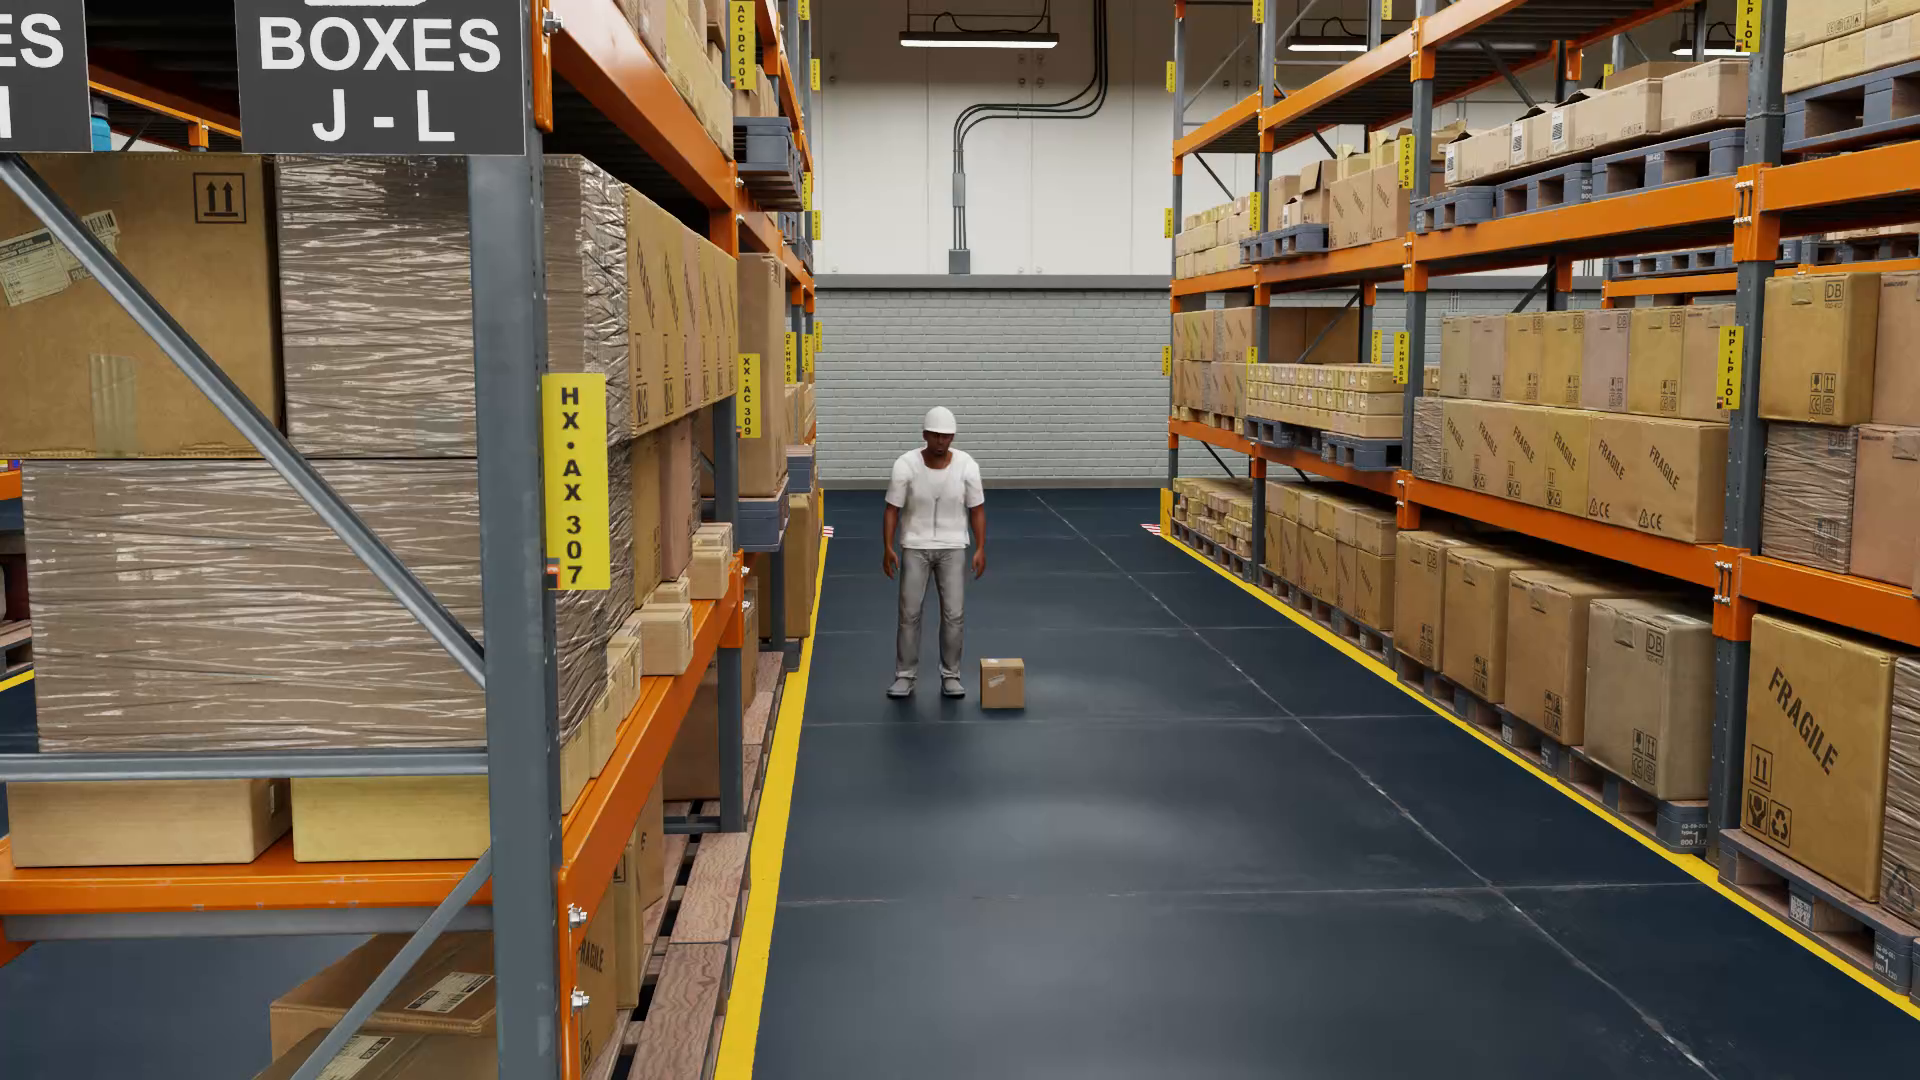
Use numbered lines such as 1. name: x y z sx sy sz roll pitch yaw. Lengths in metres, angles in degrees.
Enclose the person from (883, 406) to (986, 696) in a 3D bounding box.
1. person: -0.154 0.069 10.097 0.633 1.759 0.462 -1 7 -4
